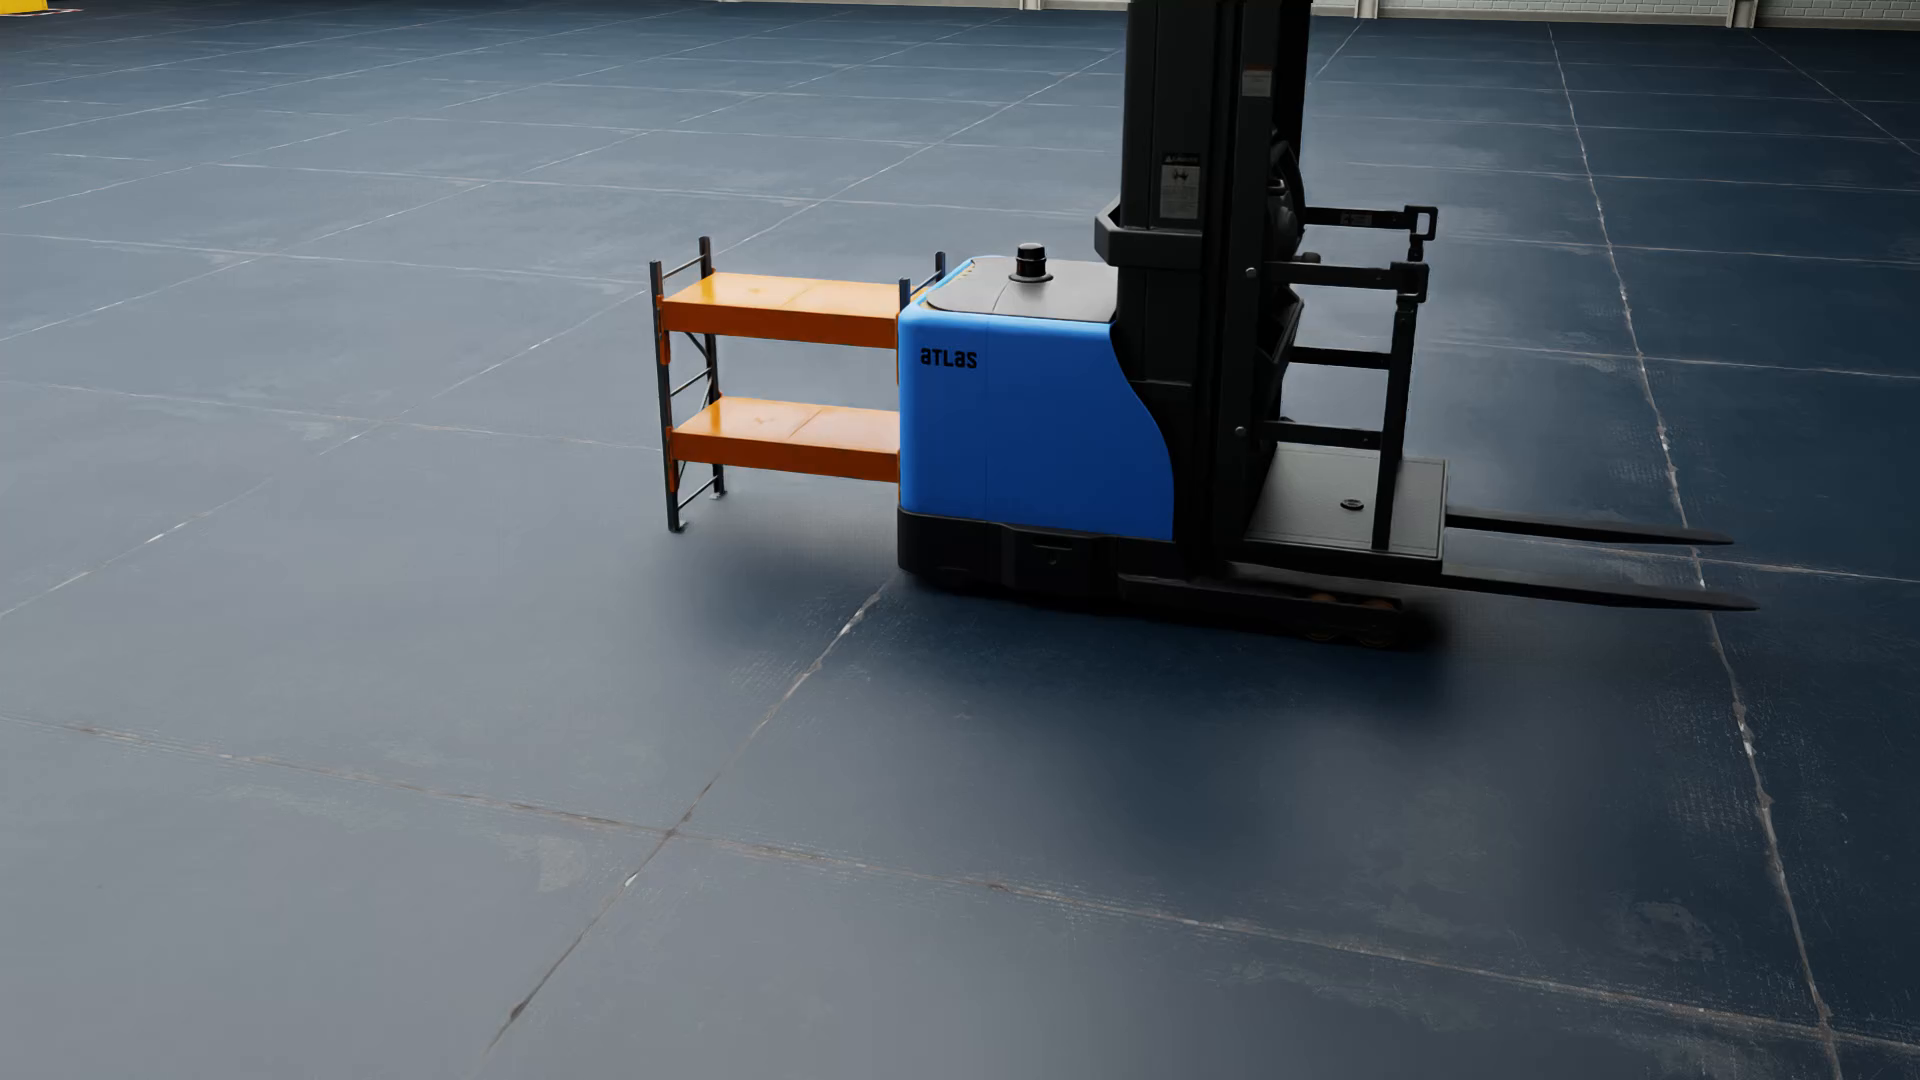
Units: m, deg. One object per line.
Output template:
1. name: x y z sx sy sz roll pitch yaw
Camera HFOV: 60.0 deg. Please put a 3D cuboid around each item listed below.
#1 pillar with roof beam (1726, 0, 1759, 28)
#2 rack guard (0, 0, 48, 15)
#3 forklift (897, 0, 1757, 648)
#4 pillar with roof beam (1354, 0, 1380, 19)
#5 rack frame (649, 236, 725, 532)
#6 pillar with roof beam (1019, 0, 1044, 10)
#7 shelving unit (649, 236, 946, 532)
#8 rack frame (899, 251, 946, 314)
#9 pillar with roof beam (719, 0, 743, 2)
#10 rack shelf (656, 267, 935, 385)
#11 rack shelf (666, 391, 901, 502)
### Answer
1. pillar with roof beam: 11.567 -11.032 21.808 0.400 9.000 9.100 7 23 16
2. rack guard: -17.007 -9.754 29.890 0.348 0.500 1.175 7 23 16
3. forklift: 1.337 -1.202 5.838 3.031 2.935 1.130 6 23 15
4. pillar with roof beam: 5.823 -11.690 23.412 0.400 9.000 9.100 7 23 16
5. rack frame: -1.117 -0.645 6.861 0.032 1.125 0.500 6 23 15
6. pillar with roof beam: 0.079 -12.348 25.015 0.400 9.000 9.100 7 23 16
7. shelving unit: -0.630 -0.591 6.728 1.048 1.125 0.538 6 23 15
8. rack frame: -0.142 -0.536 6.595 0.032 1.125 0.500 6 23 15
9. pillar with roof beam: -5.665 -13.006 26.619 0.400 9.000 9.100 7 23 16
10. rack shelf: -0.630 -0.862 6.617 1.000 0.278 0.538 6 23 15
11. rack shelf: -0.630 -0.365 6.821 1.000 0.278 0.538 6 23 15
